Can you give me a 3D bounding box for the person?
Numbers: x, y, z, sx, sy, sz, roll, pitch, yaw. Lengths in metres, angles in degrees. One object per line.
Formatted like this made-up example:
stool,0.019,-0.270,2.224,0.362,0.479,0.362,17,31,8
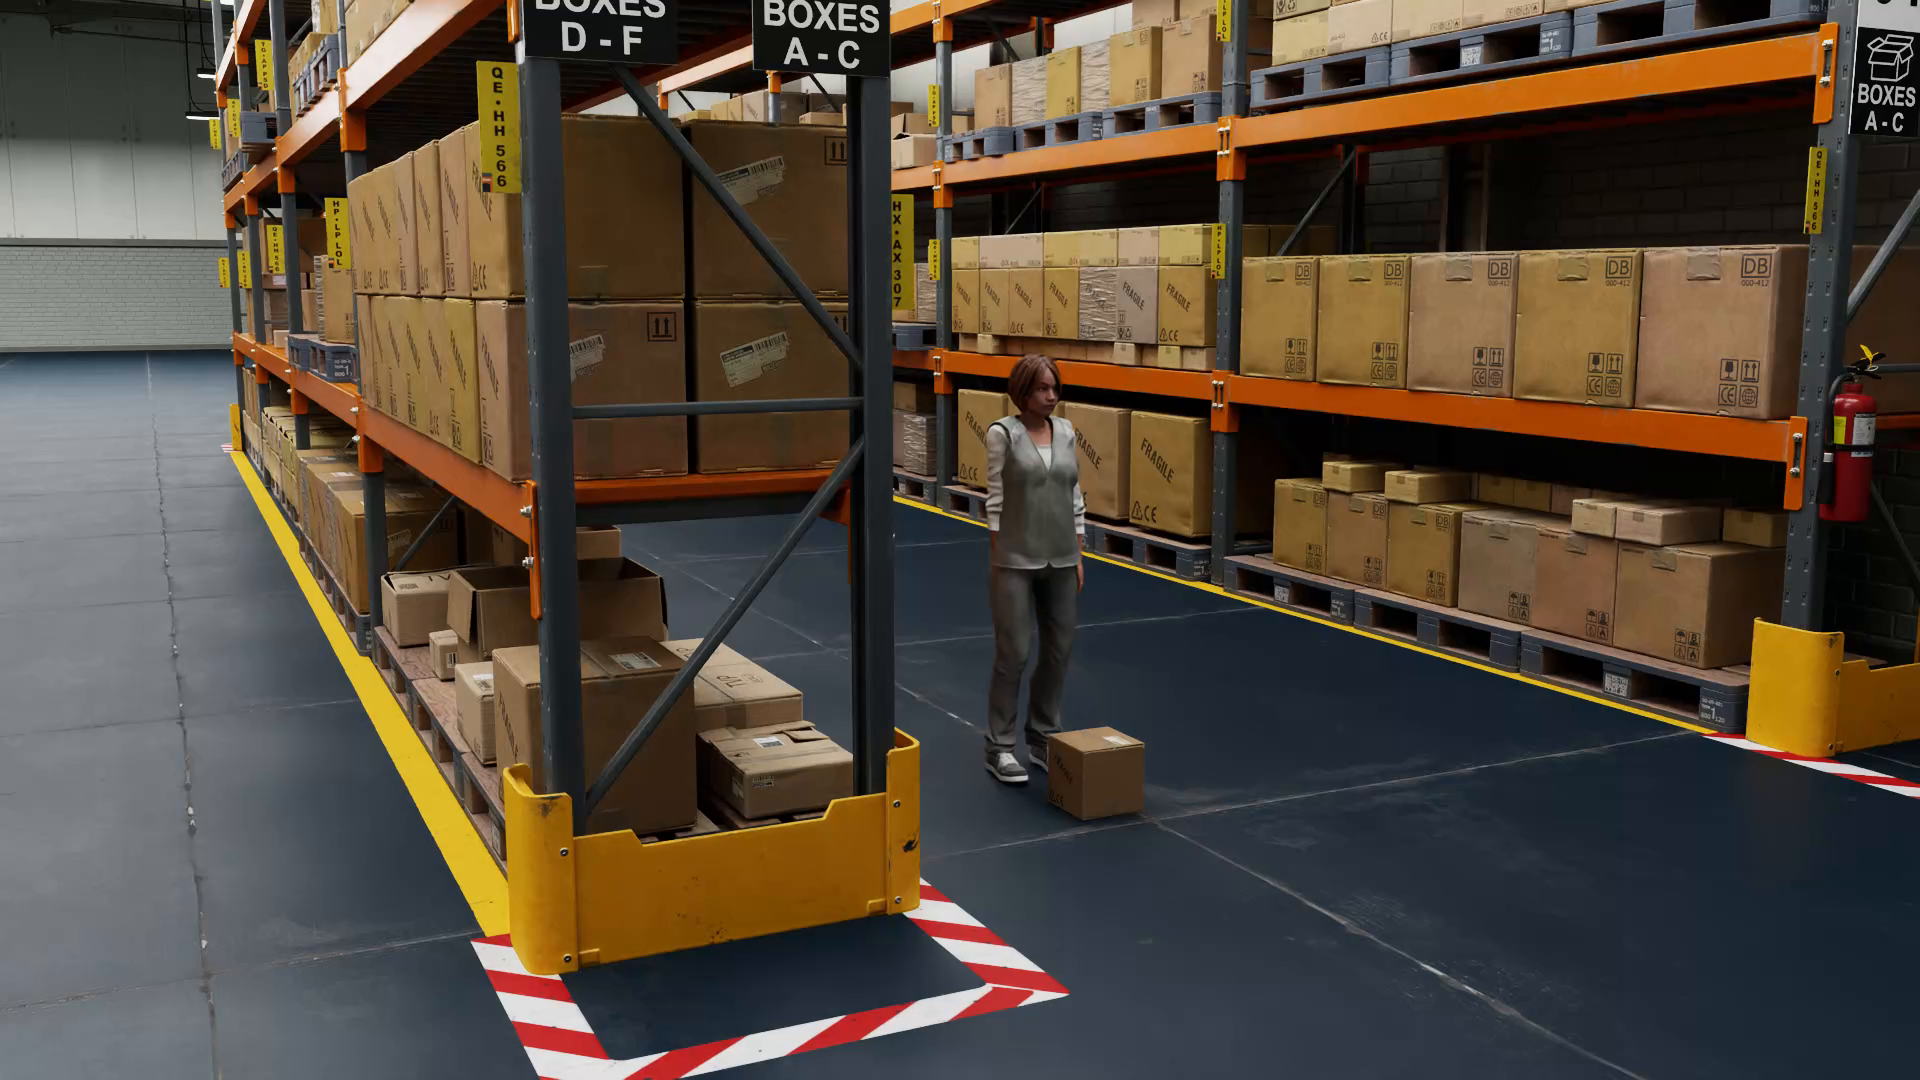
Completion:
person,0.286,0.104,6.239,0.406,1.600,0.311,-4,10,-25
